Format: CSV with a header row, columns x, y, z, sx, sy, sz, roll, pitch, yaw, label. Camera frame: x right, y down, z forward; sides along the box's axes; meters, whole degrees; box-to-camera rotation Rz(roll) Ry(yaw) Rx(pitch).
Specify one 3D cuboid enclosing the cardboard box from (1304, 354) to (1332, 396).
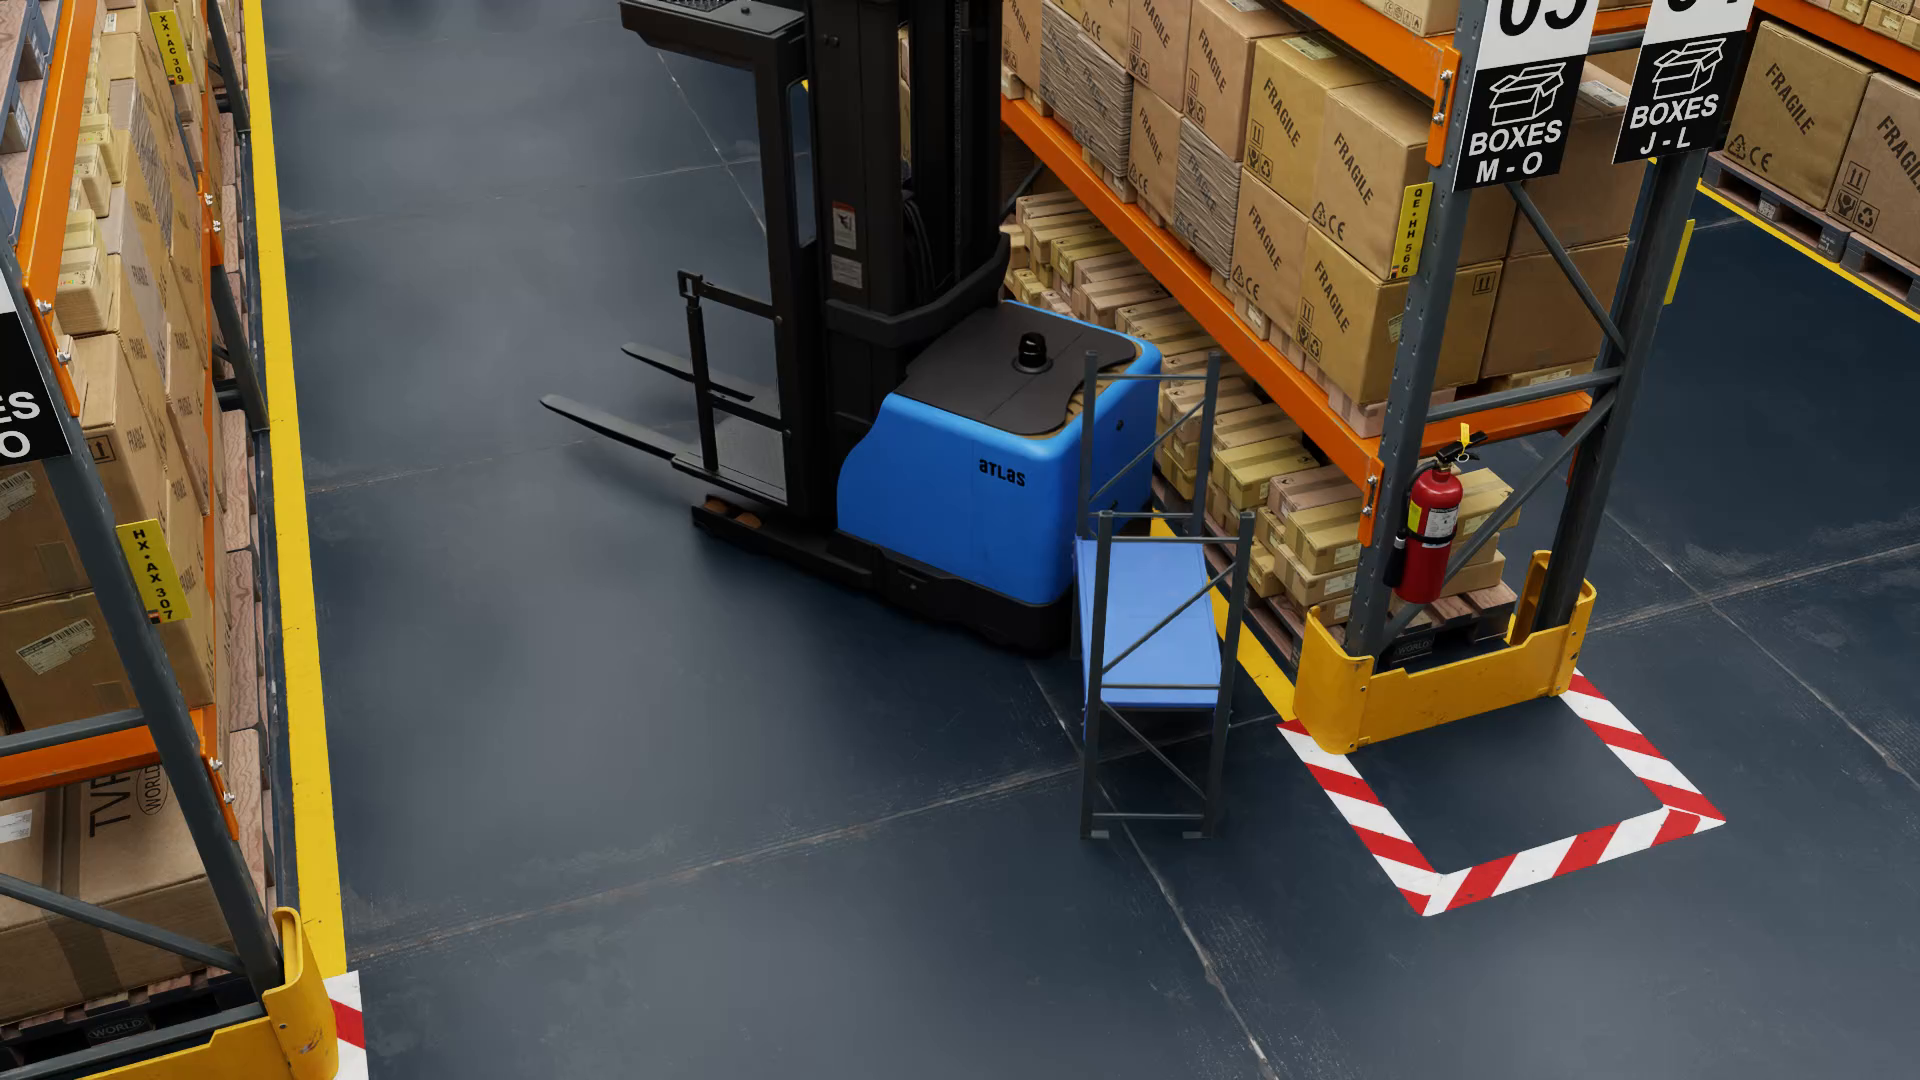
x,y,z,sx,sy,sz,roll,pitch,yaw,label
1.552,-0.680,6.369,0.380,0.149,0.250,-13,39,-16,cardboard box

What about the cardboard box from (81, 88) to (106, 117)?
x,y,z,sx,sy,sz,roll,pitch,yaw,label
-3.126,-1.404,5.667,0.380,0.149,0.250,-12,39,-16,cardboard box

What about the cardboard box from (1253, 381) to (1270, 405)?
x,y,z,sx,sy,sz,roll,pitch,yaw,label
1.533,-0.732,8.002,0.380,0.149,0.250,-11,38,-14,cardboard box

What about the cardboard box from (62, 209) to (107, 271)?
x,y,z,sx,sy,sz,roll,pitch,yaw,label
-2.742,-0.830,4.906,0.380,0.149,0.250,-14,39,-17,cardboard box

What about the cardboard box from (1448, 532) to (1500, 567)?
x,y,z,sx,sy,sz,roll,pitch,yaw,label
2.040,-0.004,7.035,0.380,0.149,0.250,-11,38,-14,cardboard box

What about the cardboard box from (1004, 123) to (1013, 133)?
x,y,z,sx,sy,sz,roll,pitch,yaw,label
0.109,-2.604,9.819,0.500,0.250,0.500,-13,39,-17,cardboard box

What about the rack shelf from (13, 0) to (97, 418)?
x,y,z,sx,sy,sz,roll,pitch,yaw,label
-3.322,-1.466,5.307,1.077,0.370,4.000,-12,39,-16,rack shelf

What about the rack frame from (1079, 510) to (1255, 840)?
x,y,z,sx,sy,sz,roll,pitch,yaw,label
0.701,0.515,5.819,0.500,1.500,0.032,1,37,1,rack frame

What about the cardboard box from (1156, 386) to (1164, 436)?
x,y,z,sx,sy,sz,roll,pitch,yaw,label
1.088,-0.625,7.860,0.380,0.149,0.250,-11,38,-14,cardboard box

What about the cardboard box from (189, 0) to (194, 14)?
x,y,z,sx,sy,sz,roll,pitch,yaw,label
-4.427,-2.996,8.943,0.500,0.250,0.500,-14,39,-17,cardboard box

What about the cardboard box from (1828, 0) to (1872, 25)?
x,y,z,sx,sy,sz,roll,pitch,yaw,label
5.266,-3.103,9.585,0.380,0.149,0.250,-11,38,-14,cardboard box

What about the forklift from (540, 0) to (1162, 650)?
x,y,z,sx,sy,sz,roll,pitch,yaw,label
-0.646,-1.375,7.140,3.031,2.935,1.130,21,42,25,forklift

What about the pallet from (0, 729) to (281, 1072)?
x,y,z,sx,sy,sz,roll,pitch,yaw,label
-2.982,1.253,5.911,1.003,0.211,1.213,-12,39,-16,pallet

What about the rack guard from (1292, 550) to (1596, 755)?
x,y,z,sx,sy,sz,roll,pitch,yaw,label
1.953,0.449,6.739,1.175,0.500,0.348,-12,39,-16,rack guard

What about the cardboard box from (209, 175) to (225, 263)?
x,y,z,sx,sy,sz,roll,pitch,yaw,label
-4.617,-1.846,9.125,0.875,0.875,0.875,-11,38,-15,cardboard box

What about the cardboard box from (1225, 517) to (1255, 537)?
x,y,z,sx,sy,sz,roll,pitch,yaw,label
1.409,-0.081,7.385,0.380,0.149,0.250,-13,39,-16,cardboard box

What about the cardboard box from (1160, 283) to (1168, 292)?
x,y,z,sx,sy,sz,roll,pitch,yaw,label
1.203,-1.448,8.705,0.380,0.149,0.250,-11,38,-14,cardboard box

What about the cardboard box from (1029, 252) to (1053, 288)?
x,y,z,sx,sy,sz,roll,pitch,yaw,label
0.599,-1.519,9.047,0.380,0.149,0.250,-12,39,-16,cardboard box

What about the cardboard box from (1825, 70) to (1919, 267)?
x,y,z,sx,sy,sz,roll,pitch,yaw,label
5.756,-2.158,9.538,0.875,0.875,0.875,-12,39,-16,cardboard box

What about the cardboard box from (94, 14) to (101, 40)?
x,y,z,sx,sy,sz,roll,pitch,yaw,label
-3.540,-1.961,6.406,0.380,0.149,0.250,-12,39,-16,cardboard box

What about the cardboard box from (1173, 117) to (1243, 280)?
x,y,z,sx,sy,sz,roll,pitch,yaw,label
1.227,-1.443,6.842,0.500,0.500,0.500,-12,39,-16,cardboard box

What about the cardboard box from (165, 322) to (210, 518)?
x,y,z,sx,sy,sz,roll,pitch,yaw,label
-2.887,-0.367,5.660,0.500,0.500,0.500,-13,39,-16,cardboard box

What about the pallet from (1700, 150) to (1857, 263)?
x,y,z,sx,sy,sz,roll,pitch,yaw,label
5.483,-2.177,10.464,1.003,0.211,1.213,-12,39,-16,pallet

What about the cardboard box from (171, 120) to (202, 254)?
x,y,z,sx,sy,sz,roll,pitch,yaw,label
-3.610,-1.515,7.186,0.500,0.500,0.500,-12,39,-16,cardboard box

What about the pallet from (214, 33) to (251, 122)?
x,y,z,sx,sy,sz,roll,pitch,yaw,label
-5.654,-3.272,11.919,1.003,0.211,1.213,-12,39,-16,pallet

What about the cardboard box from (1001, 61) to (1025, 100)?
x,y,z,sx,sy,sz,roll,pitch,yaw,label
0.393,-2.438,8.703,0.380,0.149,0.250,-11,38,-14,cardboard box

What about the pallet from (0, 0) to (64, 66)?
x,y,z,sx,sy,sz,roll,pitch,yaw,label
-3.322,-1.695,5.088,1.003,0.211,1.213,-12,39,-16,pallet

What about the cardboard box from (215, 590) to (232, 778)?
x,y,z,sx,sy,sz,roll,pitch,yaw,label
-3.277,0.563,6.289,0.875,0.438,0.875,-11,38,-15,cardboard box

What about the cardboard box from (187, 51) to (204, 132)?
x,y,z,sx,sy,sz,roll,pitch,yaw,label
-4.093,-2.220,8.329,0.500,0.250,0.500,-13,39,-17,cardboard box

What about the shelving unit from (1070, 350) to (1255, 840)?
x,y,z,sx,sy,sz,roll,pitch,yaw,label
0.710,0.210,6.225,0.538,1.500,1.048,1,37,1,shelving unit

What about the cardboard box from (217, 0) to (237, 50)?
x,y,z,sx,sy,sz,roll,pitch,yaw,label
-5.833,-3.799,12.135,0.950,0.372,0.625,-13,39,-17,cardboard box

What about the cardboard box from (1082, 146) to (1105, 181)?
x,y,z,sx,sy,sz,roll,pitch,yaw,label
0.806,-1.857,7.931,0.380,0.149,0.250,-12,39,-15,cardboard box

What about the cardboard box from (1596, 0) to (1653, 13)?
x,y,z,sx,sy,sz,roll,pitch,yaw,label
2.065,-1.952,5.479,0.500,0.250,0.500,-11,38,-14,cardboard box

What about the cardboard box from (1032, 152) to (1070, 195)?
x,y,z,sx,sy,sz,roll,pitch,yaw,label
0.598,-2.408,10.182,0.500,0.500,0.500,-11,38,-14,cardboard box

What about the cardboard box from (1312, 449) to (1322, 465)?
x,y,z,sx,sy,sz,roll,pitch,yaw,label
1.856,-0.335,7.722,0.380,0.149,0.250,-12,39,-15,cardboard box

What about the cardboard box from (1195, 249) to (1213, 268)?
x,y,z,sx,sy,sz,roll,pitch,yaw,label
1.241,-1.278,7.163,0.380,0.149,0.250,-14,39,-18,cardboard box

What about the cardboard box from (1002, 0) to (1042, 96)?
x,y,z,sx,sy,sz,roll,pitch,yaw,label
0.537,-2.593,8.369,0.500,0.500,0.500,-13,39,-17,cardboard box

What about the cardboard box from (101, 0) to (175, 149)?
x,y,z,sx,sy,sz,roll,pitch,yaw,label
-3.588,-1.914,6.884,0.500,0.500,0.500,-13,39,-16,cardboard box

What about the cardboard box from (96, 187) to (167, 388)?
x,y,z,sx,sy,sz,roll,pitch,yaw,label
-2.900,-0.774,5.370,0.500,0.500,0.500,-13,39,-16,cardboard box

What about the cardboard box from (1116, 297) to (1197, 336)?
x,y,z,sx,sy,sz,roll,pitch,yaw,label
0.993,-1.055,8.183,0.380,0.149,0.250,-14,39,-18,cardboard box

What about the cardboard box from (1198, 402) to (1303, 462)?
x,y,z,sx,sy,sz,roll,pitch,yaw,label
1.289,-0.453,7.385,0.380,0.149,0.250,-14,39,-18,cardboard box

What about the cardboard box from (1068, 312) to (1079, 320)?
x,y,z,sx,sy,sz,roll,pitch,yaw,label
0.787,-1.110,8.751,0.380,0.149,0.250,-13,39,-17,cardboard box

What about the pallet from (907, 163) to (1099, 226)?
x,y,z,sx,sy,sz,roll,pitch,yaw,label
0.334,-2.092,10.352,1.003,0.211,1.213,-12,39,-16,pallet

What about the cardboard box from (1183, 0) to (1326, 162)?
x,y,z,sx,sy,sz,roll,pitch,yaw,label
1.227,-1.850,6.552,0.500,0.500,0.500,-11,38,-14,cardboard box

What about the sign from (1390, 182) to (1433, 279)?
x,y,z,sx,sy,sz,roll,pitch,yaw,label
1.451,-0.992,5.349,0.100,0.325,0.005,-12,39,-16,sign

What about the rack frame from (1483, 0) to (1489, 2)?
x,y,z,sx,sy,sz,roll,pitch,yaw,label
1.979,-2.903,4.125,1.000,3.000,0.127,-12,39,-16,rack frame

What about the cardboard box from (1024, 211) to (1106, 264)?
x,y,z,sx,sy,sz,roll,pitch,yaw,label
0.566,-1.628,8.944,0.380,0.149,0.250,-11,38,-14,cardboard box

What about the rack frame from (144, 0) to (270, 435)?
x,y,z,sx,sy,sz,roll,pitch,yaw,label
-4.010,-1.685,7.493,1.000,3.000,0.127,-12,39,-16,rack frame

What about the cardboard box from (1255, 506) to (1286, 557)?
x,y,z,sx,sy,sz,roll,pitch,yaw,label
1.490,-0.053,7.100,0.380,0.149,0.250,-13,39,-17,cardboard box
